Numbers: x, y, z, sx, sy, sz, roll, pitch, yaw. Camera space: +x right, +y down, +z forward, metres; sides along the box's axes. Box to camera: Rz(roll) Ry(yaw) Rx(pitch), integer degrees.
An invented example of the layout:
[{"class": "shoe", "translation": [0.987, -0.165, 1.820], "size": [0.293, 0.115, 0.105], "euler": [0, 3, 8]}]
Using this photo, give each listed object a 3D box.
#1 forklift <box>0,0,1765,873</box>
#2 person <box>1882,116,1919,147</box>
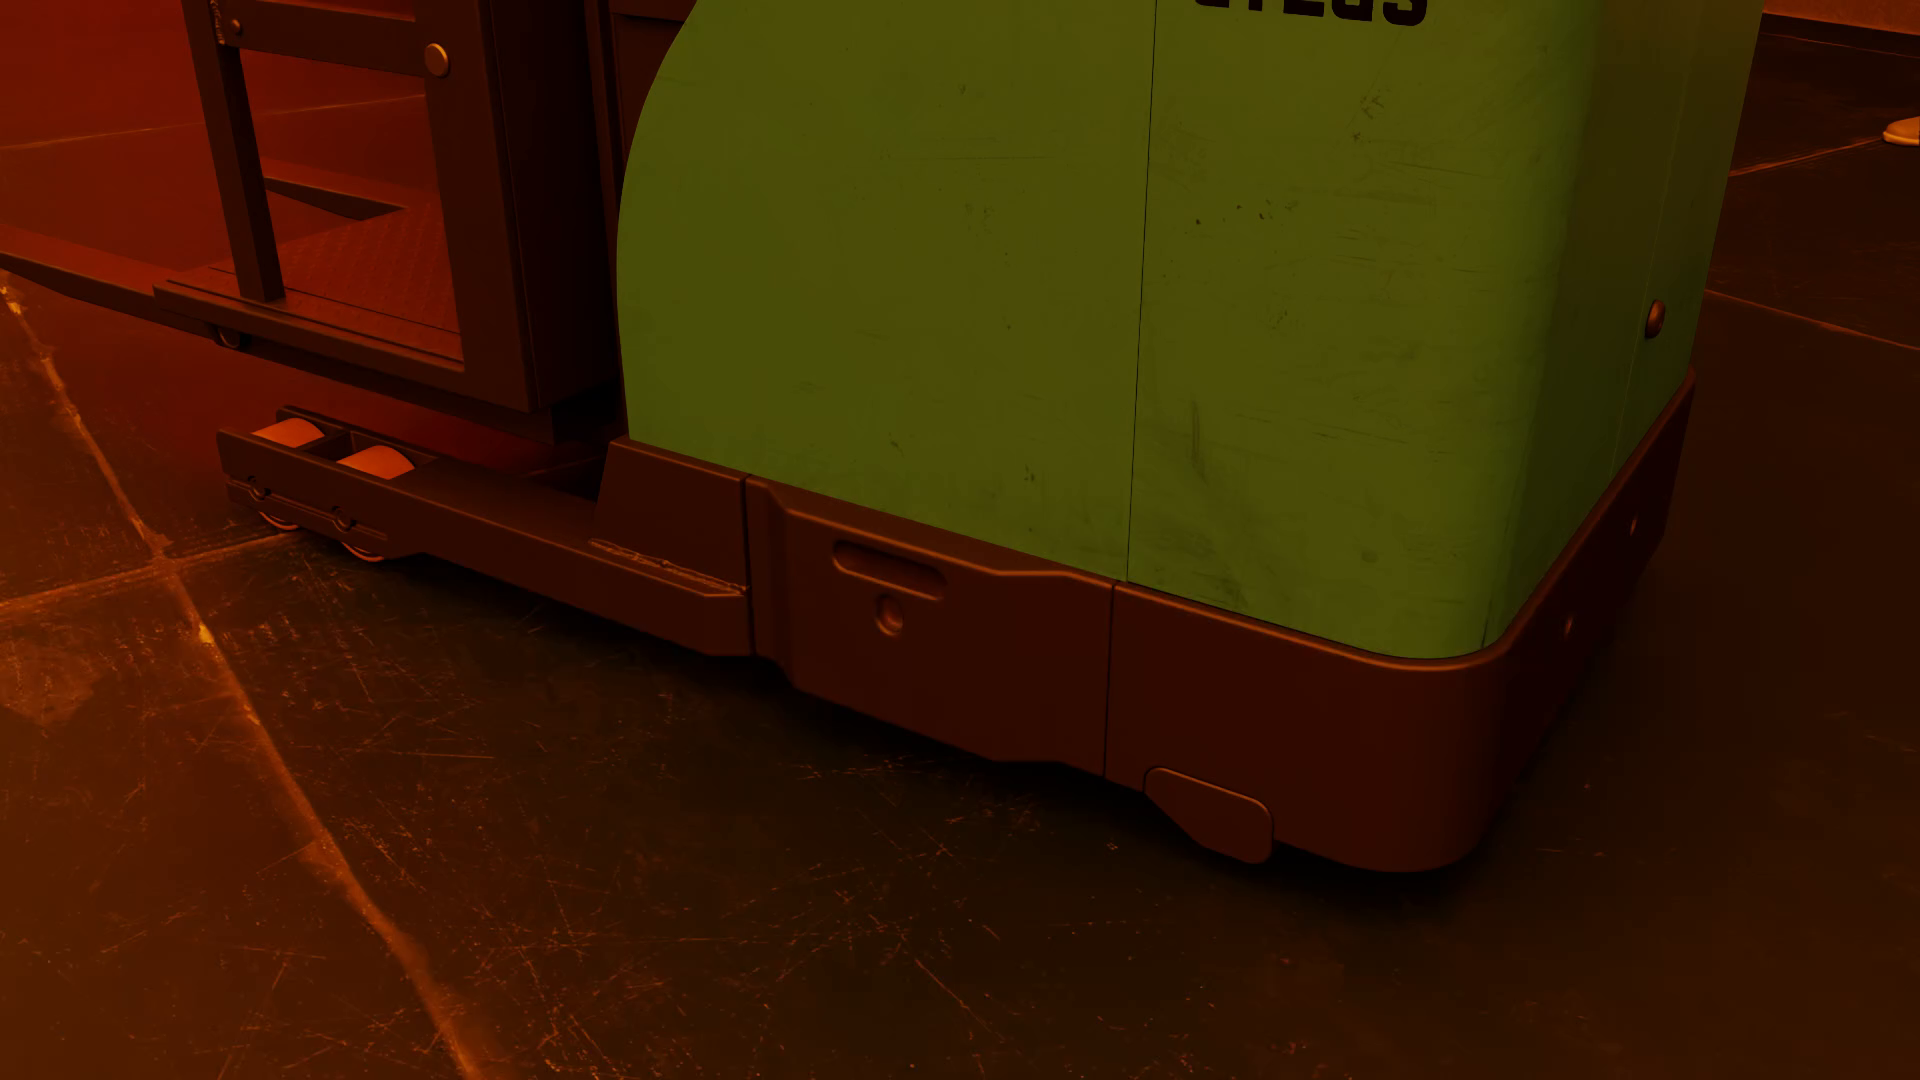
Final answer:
[{"class": "forklift", "translation": [-0.511, -1.459, 2.139], "size": [3.031, 2.935, 1.130], "euler": [16, 31, 29]}, {"class": "person", "translation": [3.006, -1.872, 4.285], "size": [0.482, 1.755, 0.674], "euler": [-16, 31, -29]}]
